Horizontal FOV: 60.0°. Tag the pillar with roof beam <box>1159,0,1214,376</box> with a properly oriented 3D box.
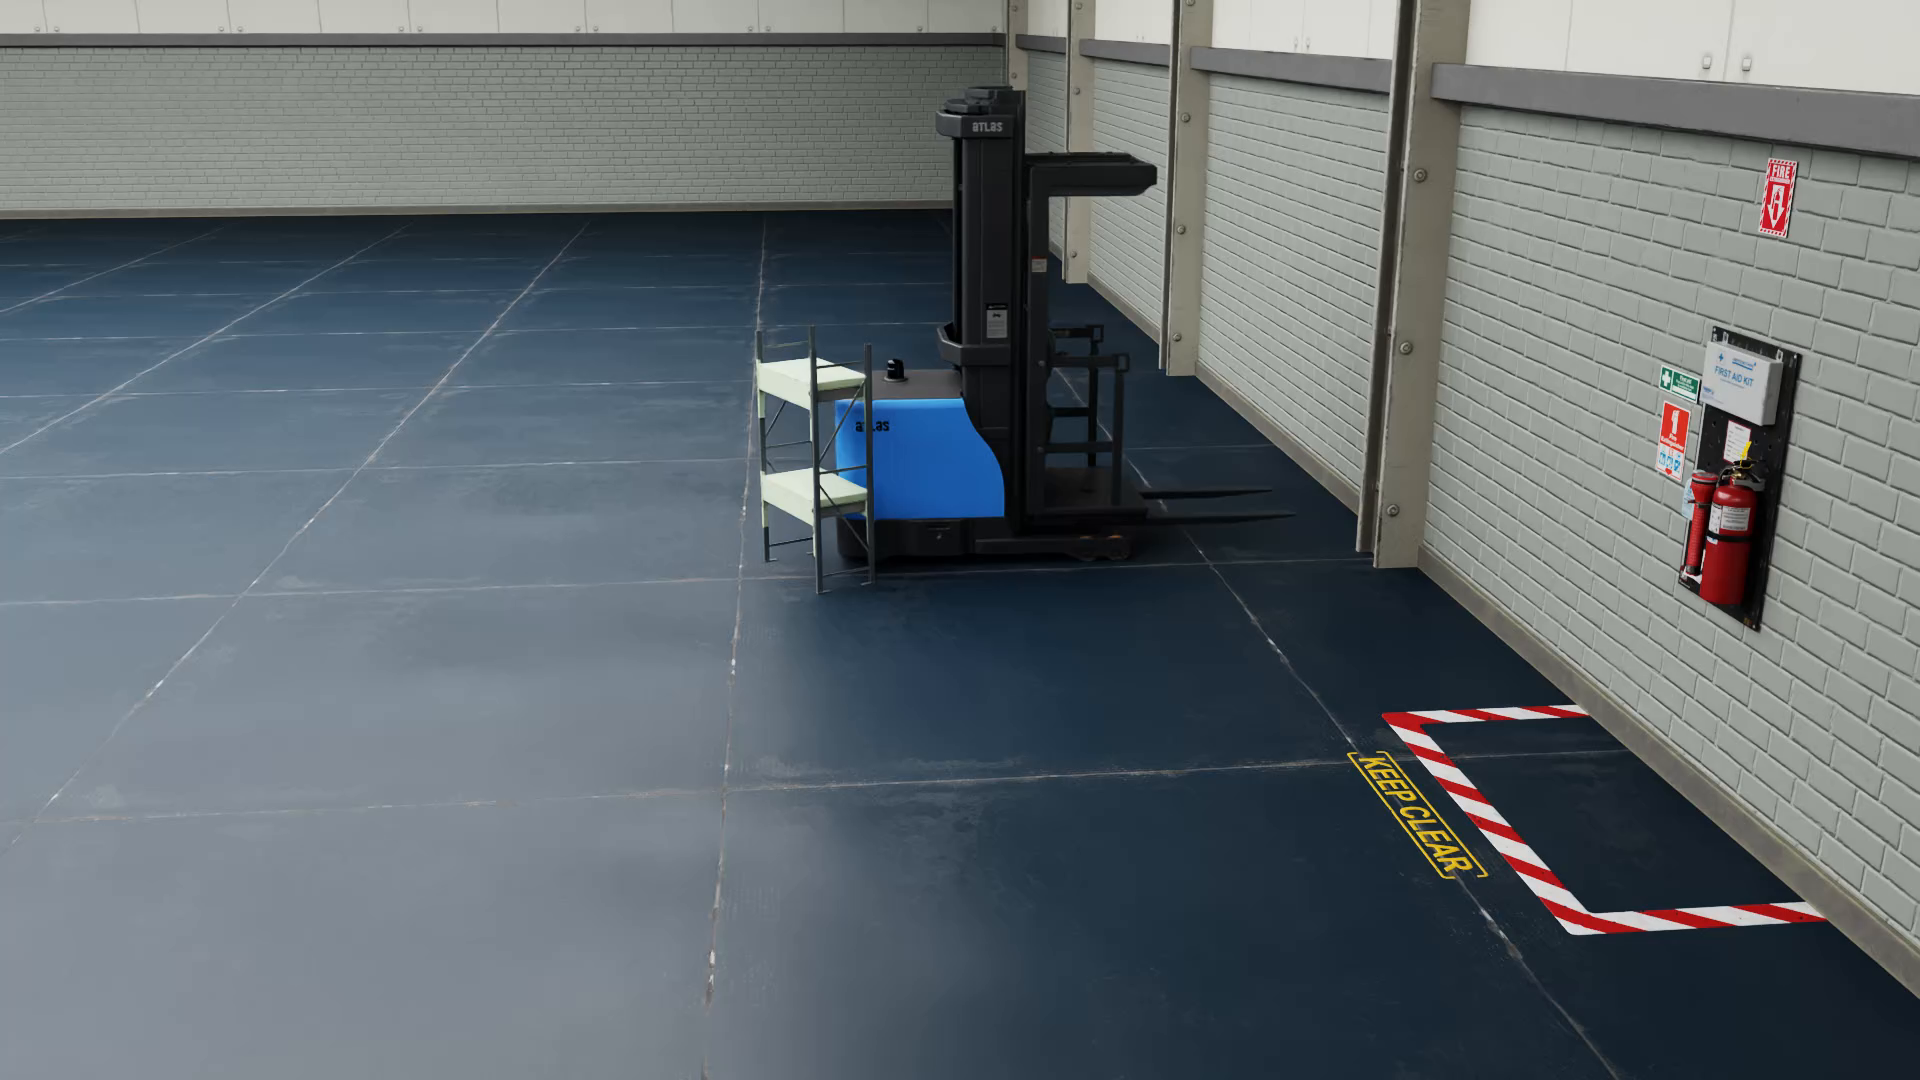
[{"bbox_3d":[-2.116,-5.832,14.730,9.100,9.000,0.400,-2,18,-6],"label":"pillar with roof beam"}]

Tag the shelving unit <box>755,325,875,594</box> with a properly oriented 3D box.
[{"bbox_3d":[-0.897,-0.511,10.302,0.431,1.500,0.755,-11,20,-31],"label":"shelving unit"}]

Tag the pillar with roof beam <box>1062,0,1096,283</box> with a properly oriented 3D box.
[{"bbox_3d":[-2.735,-7.620,20.424,9.100,9.000,0.400,-2,18,-6],"label":"pillar with roof beam"}]

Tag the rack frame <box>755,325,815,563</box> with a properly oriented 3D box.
[{"bbox_3d":[-1.093,-0.604,10.597,0.400,1.500,0.023,-11,20,-31],"label":"rack frame"}]

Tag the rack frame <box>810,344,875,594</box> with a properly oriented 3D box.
[{"bbox_3d":[-0.702,-0.419,10.007,0.400,1.500,0.023,-11,20,-31],"label":"rack frame"}]

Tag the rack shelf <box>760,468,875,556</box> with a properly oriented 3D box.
[{"bbox_3d":[-0.897,-0.200,10.400,0.431,0.370,0.720,-11,20,-31],"label":"rack shelf"}]

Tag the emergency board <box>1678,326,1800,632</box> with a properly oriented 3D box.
[{"bbox_3d":[3.187,-0.265,7.013,0.194,1.169,0.643,-2,18,-6],"label":"emergency board"}]

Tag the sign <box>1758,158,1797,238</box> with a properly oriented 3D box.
[{"bbox_3d":[3.285,-1.376,6.683,0.001,0.298,0.199,-2,18,-6],"label":"sign"}]

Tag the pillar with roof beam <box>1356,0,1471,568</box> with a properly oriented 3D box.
[{"bbox_3d":[-1.497,-4.044,9.036,9.100,9.000,0.400,-2,18,-6],"label":"pillar with roof beam"}]

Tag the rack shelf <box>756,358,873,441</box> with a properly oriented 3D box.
[{"bbox_3d":[-0.897,-0.884,10.185,0.431,0.370,0.720,-11,20,-31],"label":"rack shelf"}]

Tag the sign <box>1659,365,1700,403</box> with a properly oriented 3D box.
[{"bbox_3d":[3.224,-0.701,7.458,0.001,0.109,0.331,-2,18,-6],"label":"sign"}]

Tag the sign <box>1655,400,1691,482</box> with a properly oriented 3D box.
[{"bbox_3d":[3.232,-0.450,7.543,0.001,0.329,0.234,-2,18,-6],"label":"sign"}]

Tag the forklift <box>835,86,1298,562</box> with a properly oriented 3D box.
[{"bbox_3d":[0.693,-1.415,10.792,3.031,2.935,1.130,-1,17,-5],"label":"forklift"}]

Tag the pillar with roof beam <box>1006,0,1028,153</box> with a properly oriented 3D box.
[{"bbox_3d":[-3.354,-9.407,26.118,9.100,9.000,0.400,-2,18,-6],"label":"pillar with roof beam"}]

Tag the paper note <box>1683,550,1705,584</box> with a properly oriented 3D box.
[{"bbox_3d":[3.237,0.101,7.320,0.016,0.148,0.142,-2,18,-6],"label":"paper note"}]
